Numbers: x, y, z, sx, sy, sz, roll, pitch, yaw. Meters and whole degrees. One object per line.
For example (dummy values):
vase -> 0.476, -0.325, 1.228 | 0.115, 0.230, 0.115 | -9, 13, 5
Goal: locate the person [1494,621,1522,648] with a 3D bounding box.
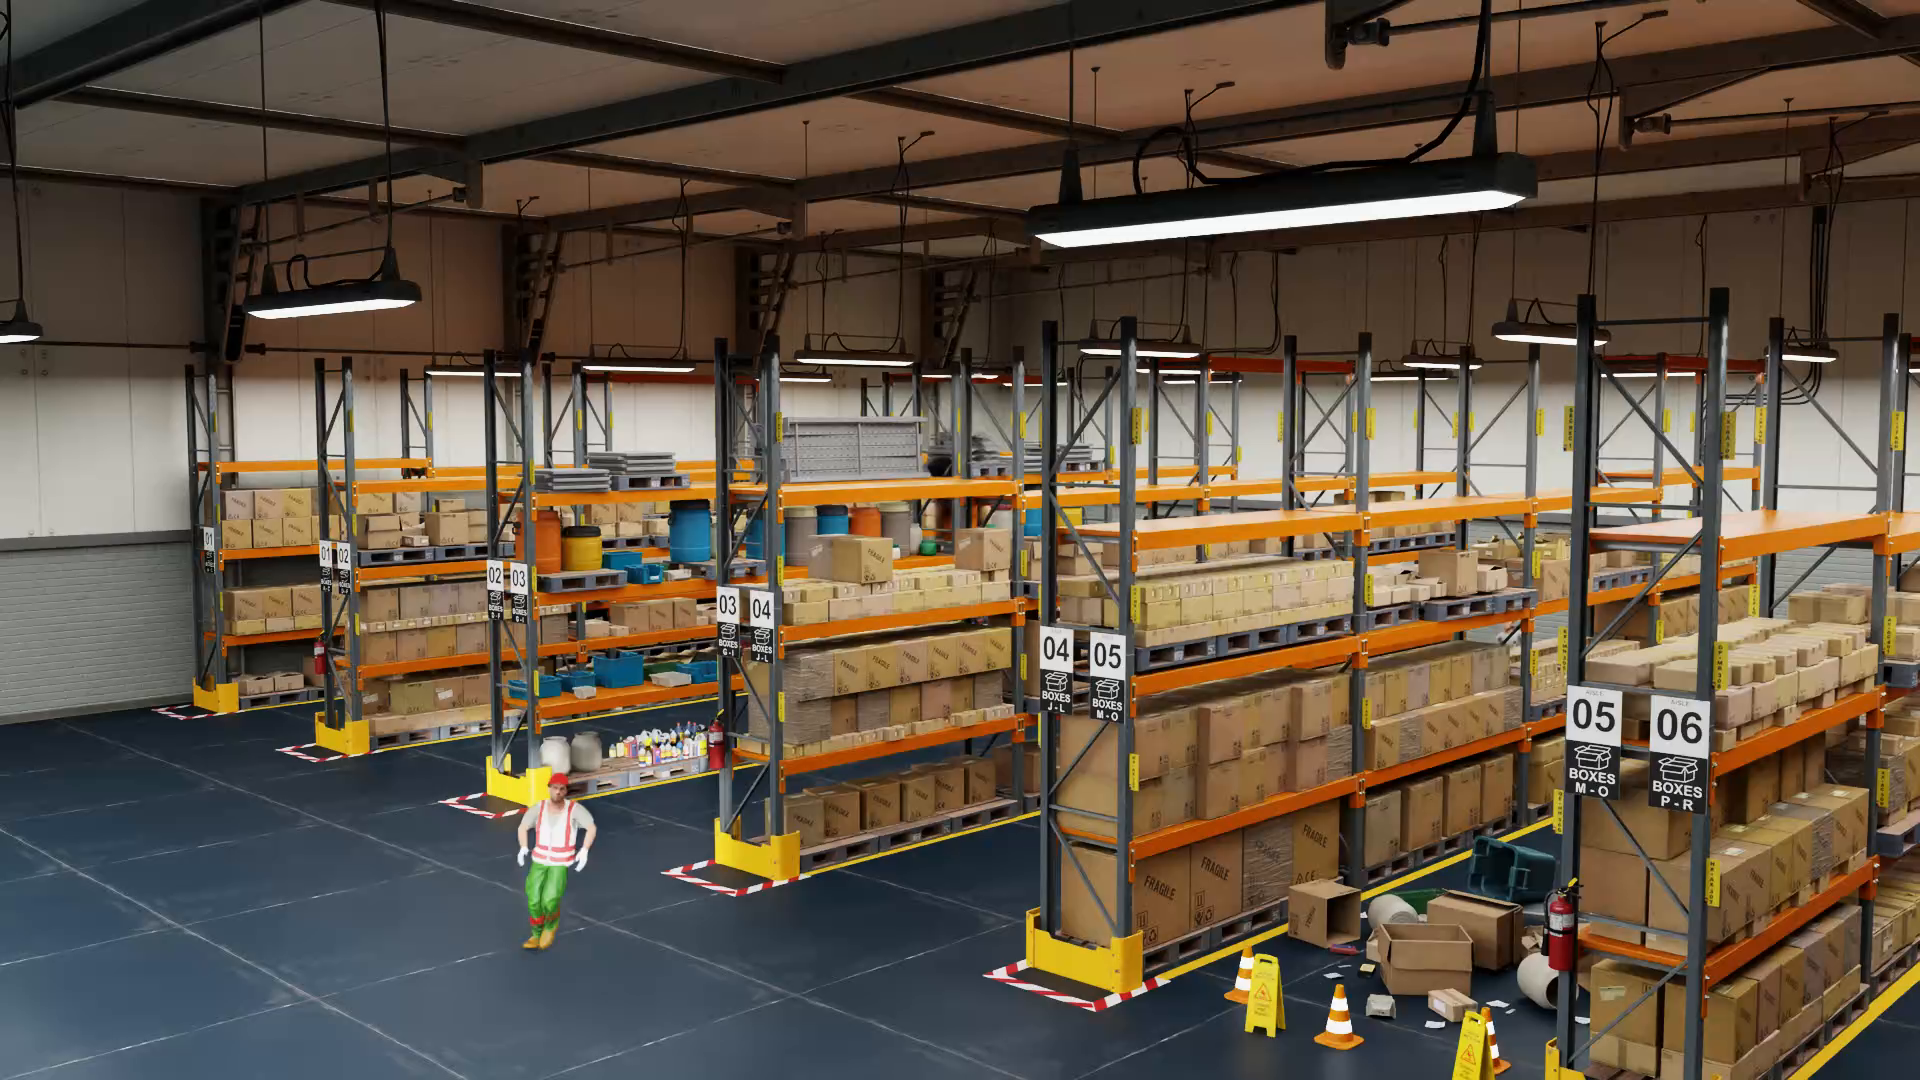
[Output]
person -> 9.627, 2.135, 29.023 | 0.618, 1.606, 0.527 | 2, 5, 27

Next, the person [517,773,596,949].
person -> -3.886, 3.079, 15.863 | 0.718, 1.720, 0.565 | 0, 4, 5

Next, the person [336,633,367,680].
person -> -10.039, 2.166, 27.747 | 0.668, 1.855, 0.861 | 2, 5, 23
